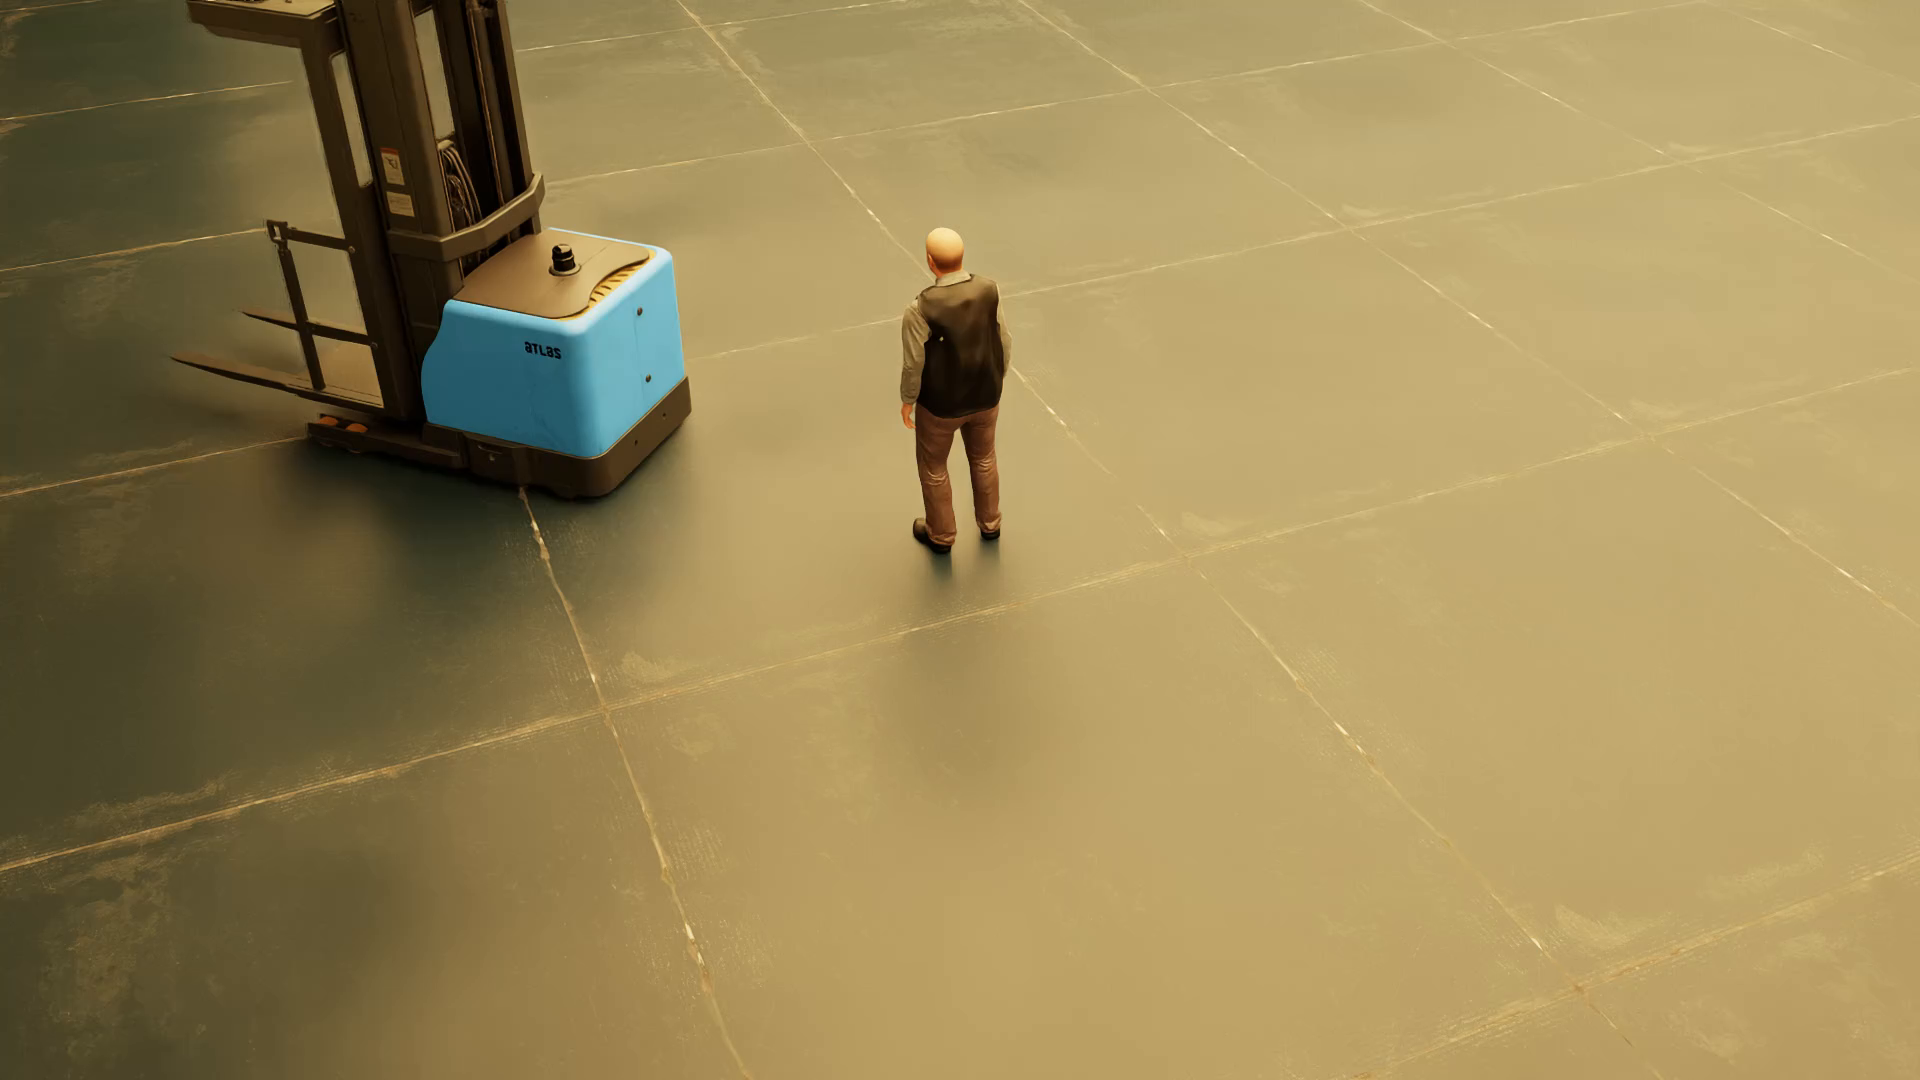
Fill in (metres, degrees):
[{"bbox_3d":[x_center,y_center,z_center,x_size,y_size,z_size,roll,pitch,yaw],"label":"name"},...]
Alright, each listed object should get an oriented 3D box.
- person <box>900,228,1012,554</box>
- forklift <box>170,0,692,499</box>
[{"bbox_3d":[-0.017,-0.700,8.129,0.589,1.720,0.424,-16,38,-21],"label":"person"},{"bbox_3d":[-3.110,-1.950,8.841,3.031,2.935,1.130,13,37,17],"label":"forklift"}]
